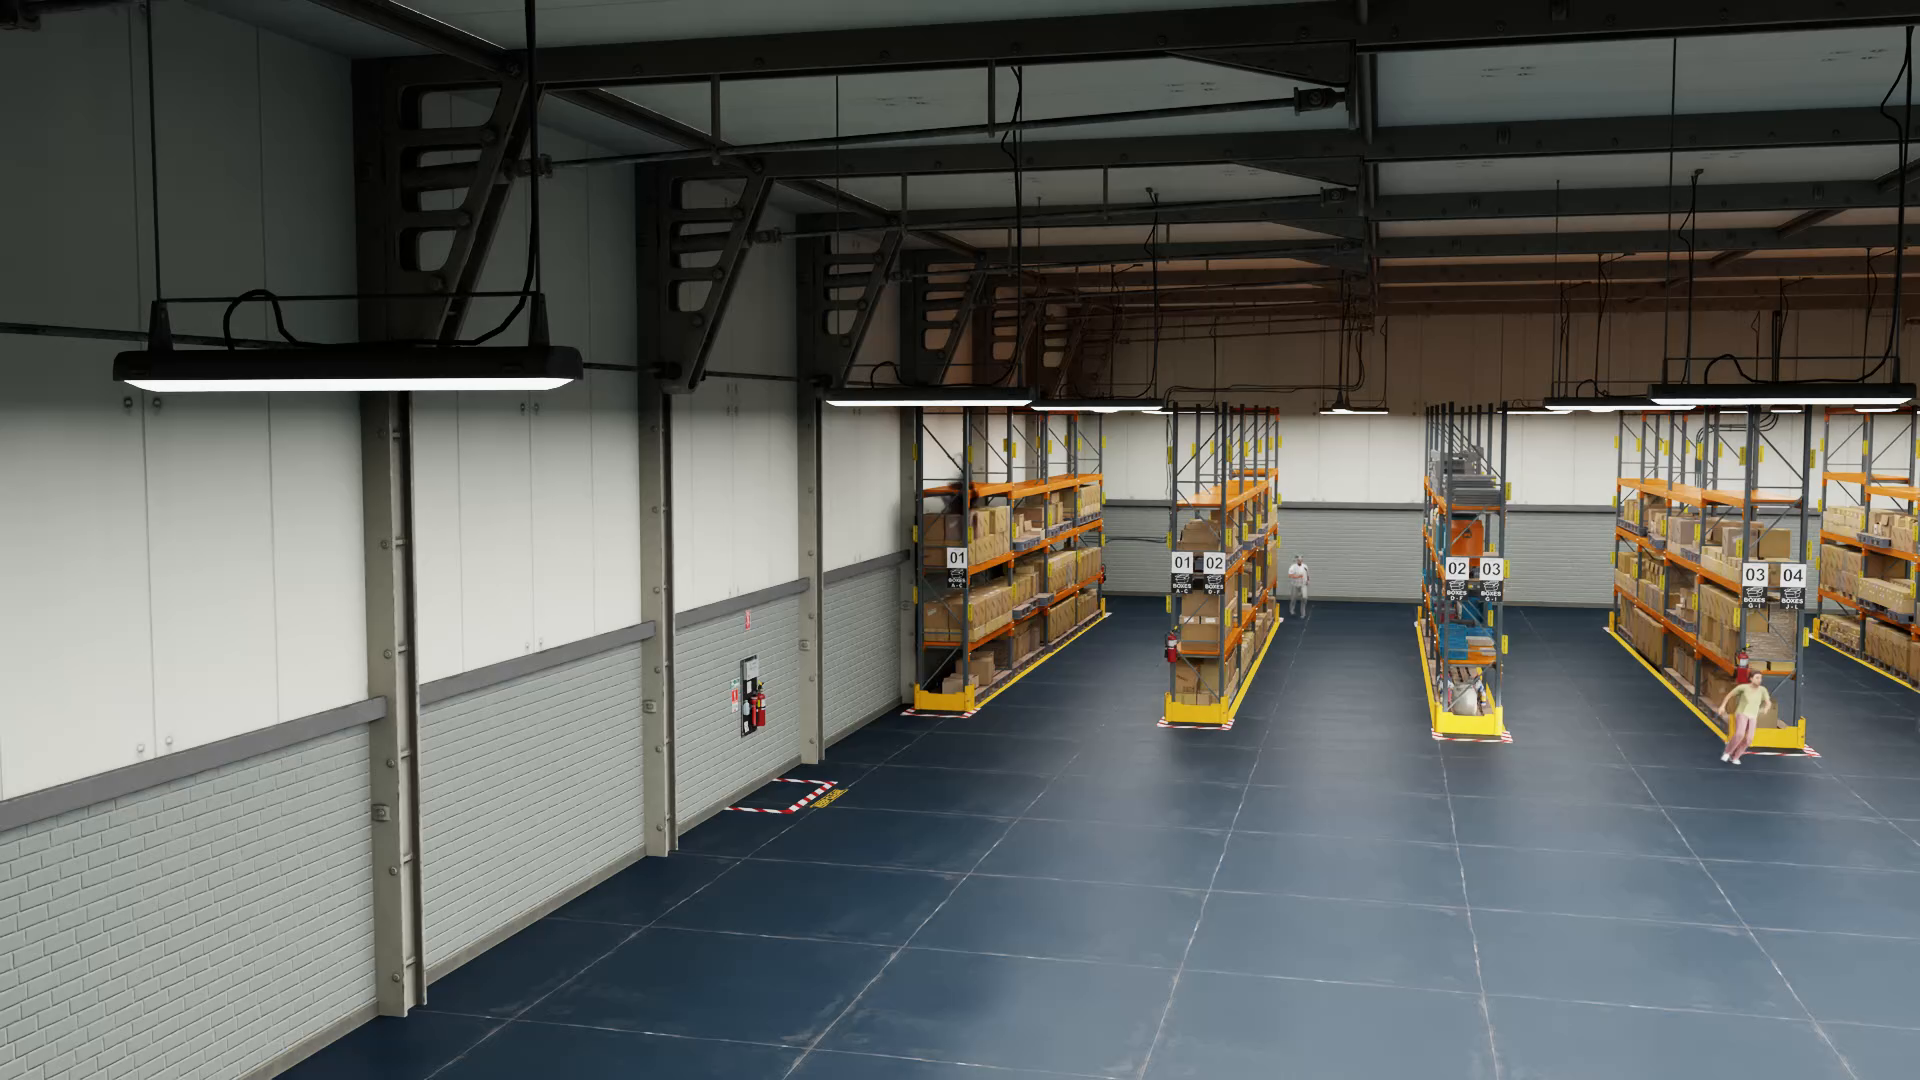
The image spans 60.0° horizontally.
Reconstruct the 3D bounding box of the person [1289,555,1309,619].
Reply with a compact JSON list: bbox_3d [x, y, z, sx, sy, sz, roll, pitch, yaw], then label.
[{"bbox_3d":[9.699,1.332,47.593,0.642,1.844,0.857,-1,4,-9],"label":"person"}]

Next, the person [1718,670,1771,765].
[{"bbox_3d":[12.970,2.934,27.396,0.776,1.596,0.564,0,4,-2],"label":"person"}]
